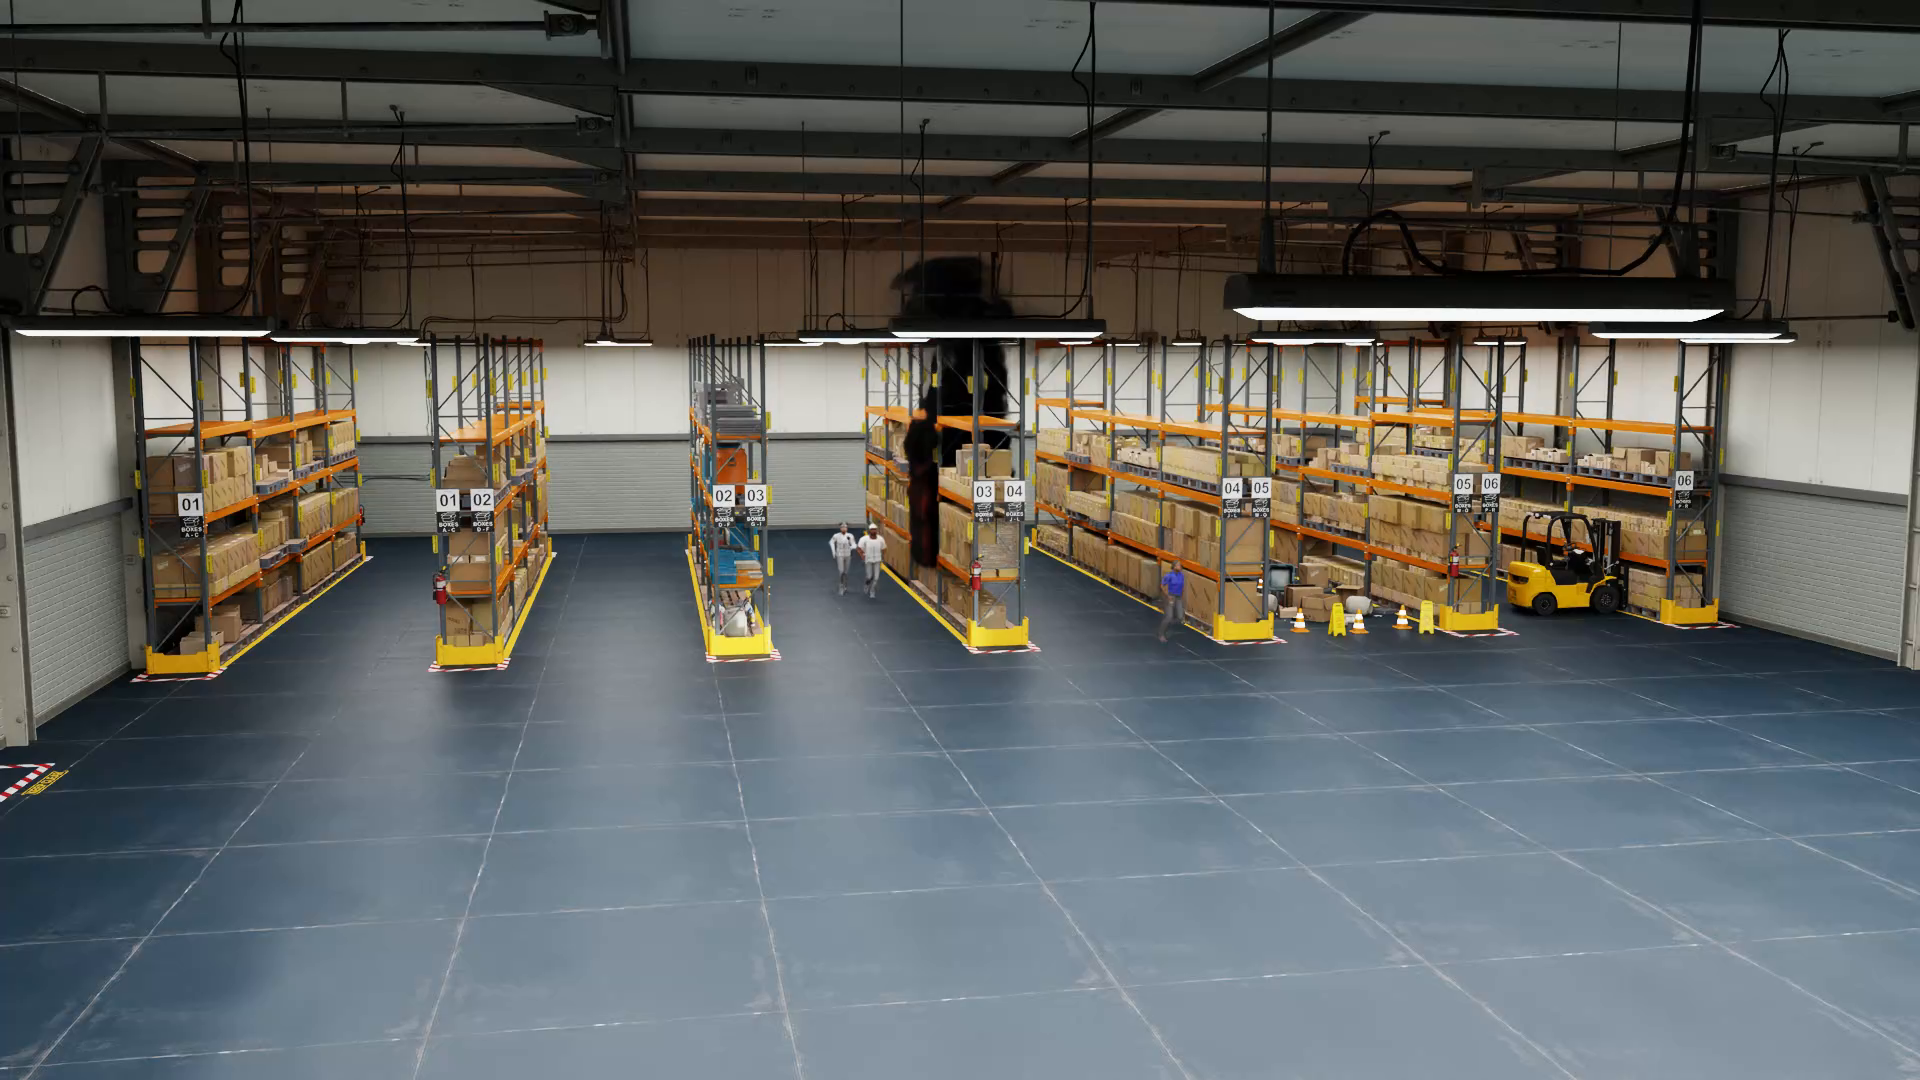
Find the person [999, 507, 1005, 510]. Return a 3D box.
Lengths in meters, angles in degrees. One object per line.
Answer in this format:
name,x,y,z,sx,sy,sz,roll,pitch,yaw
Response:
person,0.954,-0.607,48.041,0.758,1.679,0.710,0,7,-1

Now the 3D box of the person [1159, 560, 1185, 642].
person,4.232,1.195,32.744,0.632,1.601,0.501,-3,7,-27

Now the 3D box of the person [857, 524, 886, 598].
person,-2.011,0.482,38.292,0.683,1.717,0.575,-2,7,-15

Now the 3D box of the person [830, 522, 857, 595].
person,-2.720,0.427,39.071,0.599,1.748,0.733,-2,7,-15
